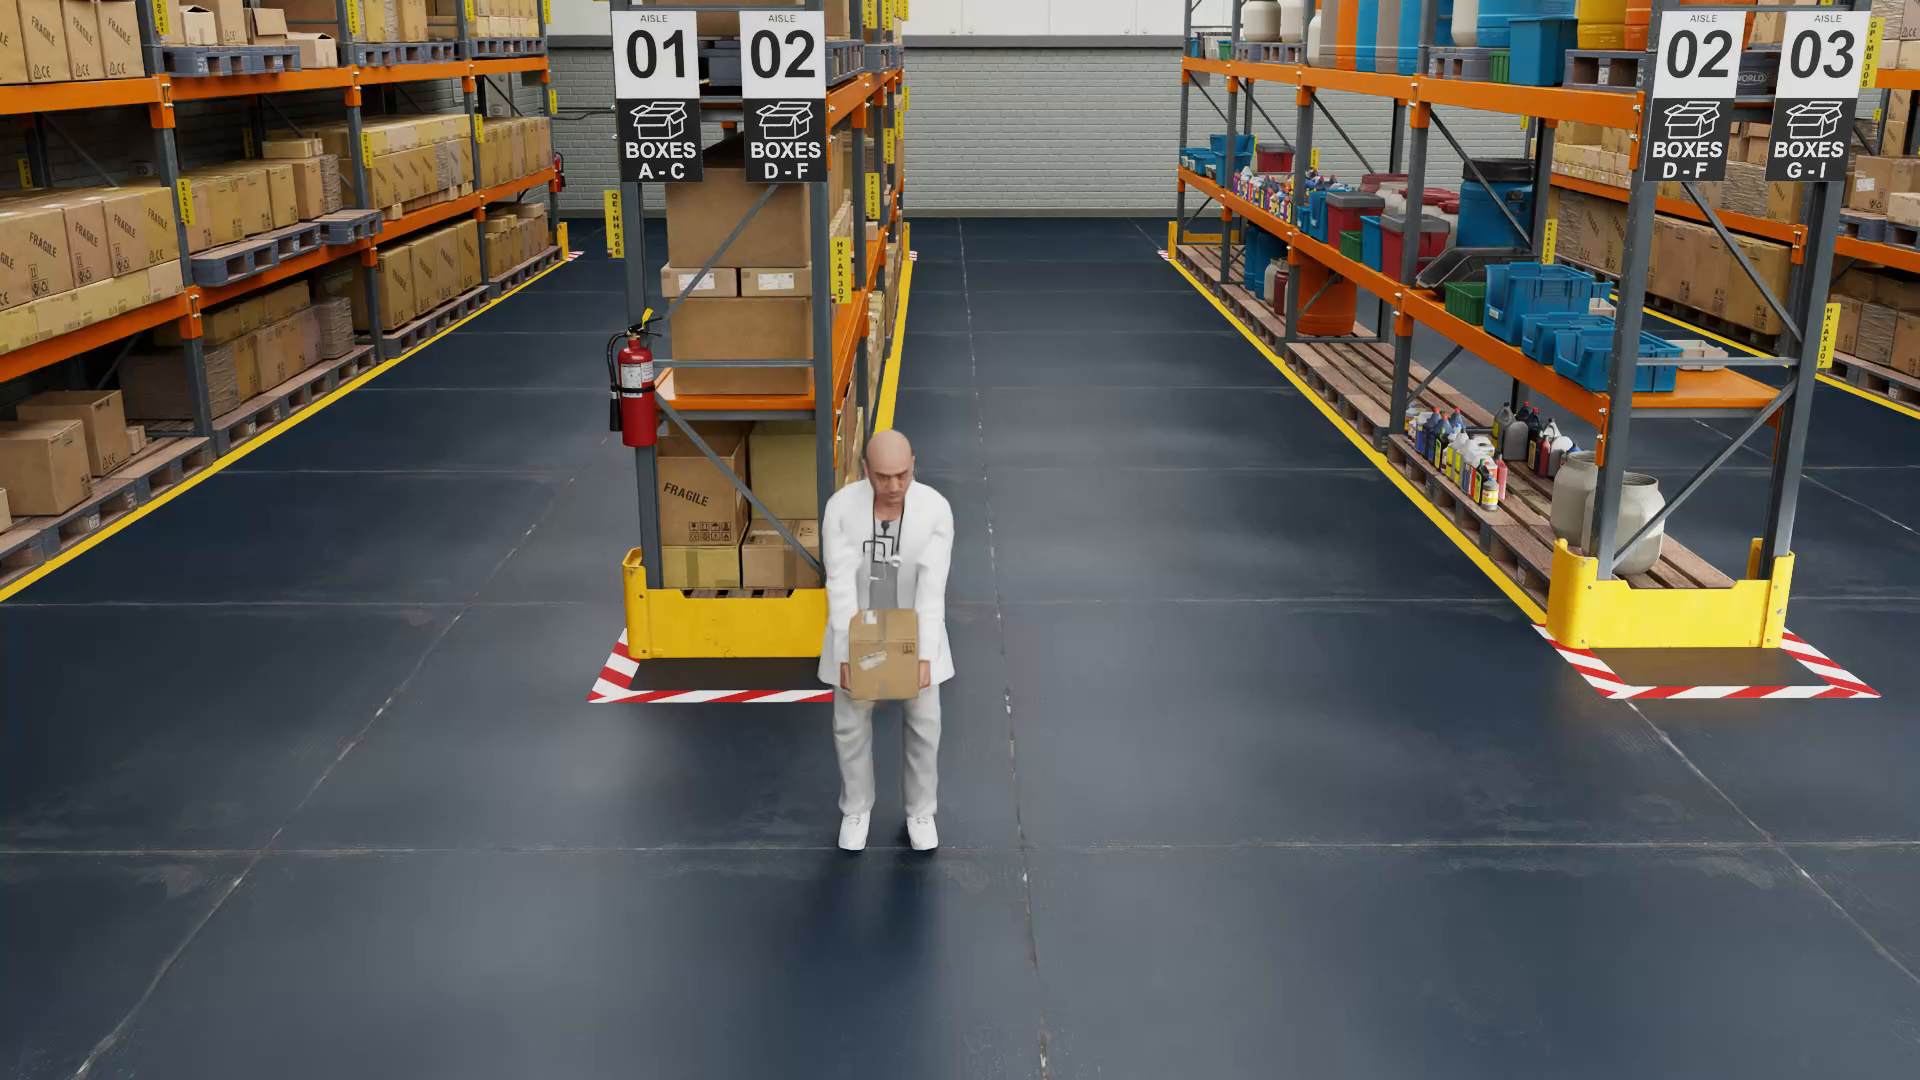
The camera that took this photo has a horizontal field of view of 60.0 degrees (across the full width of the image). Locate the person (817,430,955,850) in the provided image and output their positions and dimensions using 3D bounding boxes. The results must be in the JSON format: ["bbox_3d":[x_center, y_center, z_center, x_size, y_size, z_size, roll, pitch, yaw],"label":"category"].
[{"bbox_3d":[-0.287,0.392,6.387,0.541,1.720,0.618,-1,17,-2],"label":"person"}]
